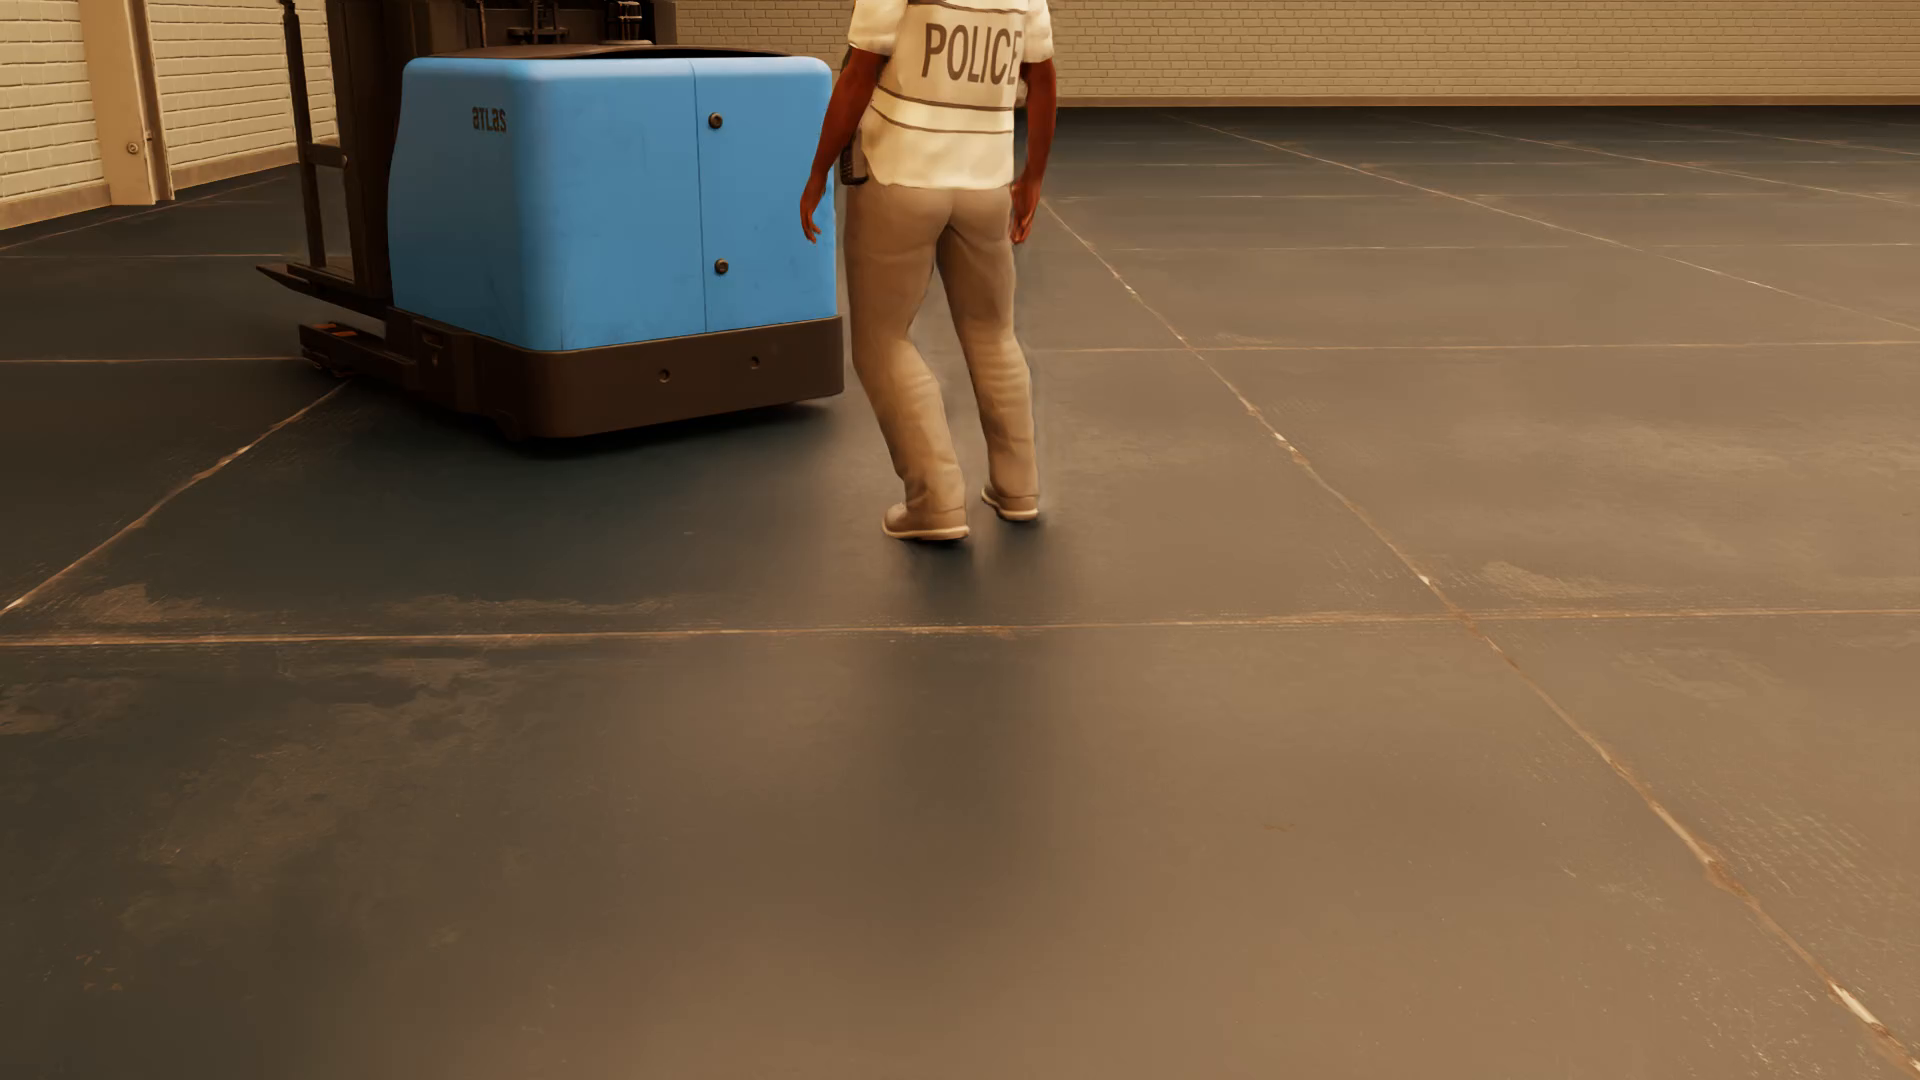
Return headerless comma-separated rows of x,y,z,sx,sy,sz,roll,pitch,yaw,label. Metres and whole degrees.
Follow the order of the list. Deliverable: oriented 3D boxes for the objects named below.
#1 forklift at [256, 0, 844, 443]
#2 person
-1.684,-2.040,5.576,1.130,2.935,3.031,-13,22,-37,forklift
-0.028,-0.809,3.762,0.662,1.670,0.438,-11,20,-33,person
